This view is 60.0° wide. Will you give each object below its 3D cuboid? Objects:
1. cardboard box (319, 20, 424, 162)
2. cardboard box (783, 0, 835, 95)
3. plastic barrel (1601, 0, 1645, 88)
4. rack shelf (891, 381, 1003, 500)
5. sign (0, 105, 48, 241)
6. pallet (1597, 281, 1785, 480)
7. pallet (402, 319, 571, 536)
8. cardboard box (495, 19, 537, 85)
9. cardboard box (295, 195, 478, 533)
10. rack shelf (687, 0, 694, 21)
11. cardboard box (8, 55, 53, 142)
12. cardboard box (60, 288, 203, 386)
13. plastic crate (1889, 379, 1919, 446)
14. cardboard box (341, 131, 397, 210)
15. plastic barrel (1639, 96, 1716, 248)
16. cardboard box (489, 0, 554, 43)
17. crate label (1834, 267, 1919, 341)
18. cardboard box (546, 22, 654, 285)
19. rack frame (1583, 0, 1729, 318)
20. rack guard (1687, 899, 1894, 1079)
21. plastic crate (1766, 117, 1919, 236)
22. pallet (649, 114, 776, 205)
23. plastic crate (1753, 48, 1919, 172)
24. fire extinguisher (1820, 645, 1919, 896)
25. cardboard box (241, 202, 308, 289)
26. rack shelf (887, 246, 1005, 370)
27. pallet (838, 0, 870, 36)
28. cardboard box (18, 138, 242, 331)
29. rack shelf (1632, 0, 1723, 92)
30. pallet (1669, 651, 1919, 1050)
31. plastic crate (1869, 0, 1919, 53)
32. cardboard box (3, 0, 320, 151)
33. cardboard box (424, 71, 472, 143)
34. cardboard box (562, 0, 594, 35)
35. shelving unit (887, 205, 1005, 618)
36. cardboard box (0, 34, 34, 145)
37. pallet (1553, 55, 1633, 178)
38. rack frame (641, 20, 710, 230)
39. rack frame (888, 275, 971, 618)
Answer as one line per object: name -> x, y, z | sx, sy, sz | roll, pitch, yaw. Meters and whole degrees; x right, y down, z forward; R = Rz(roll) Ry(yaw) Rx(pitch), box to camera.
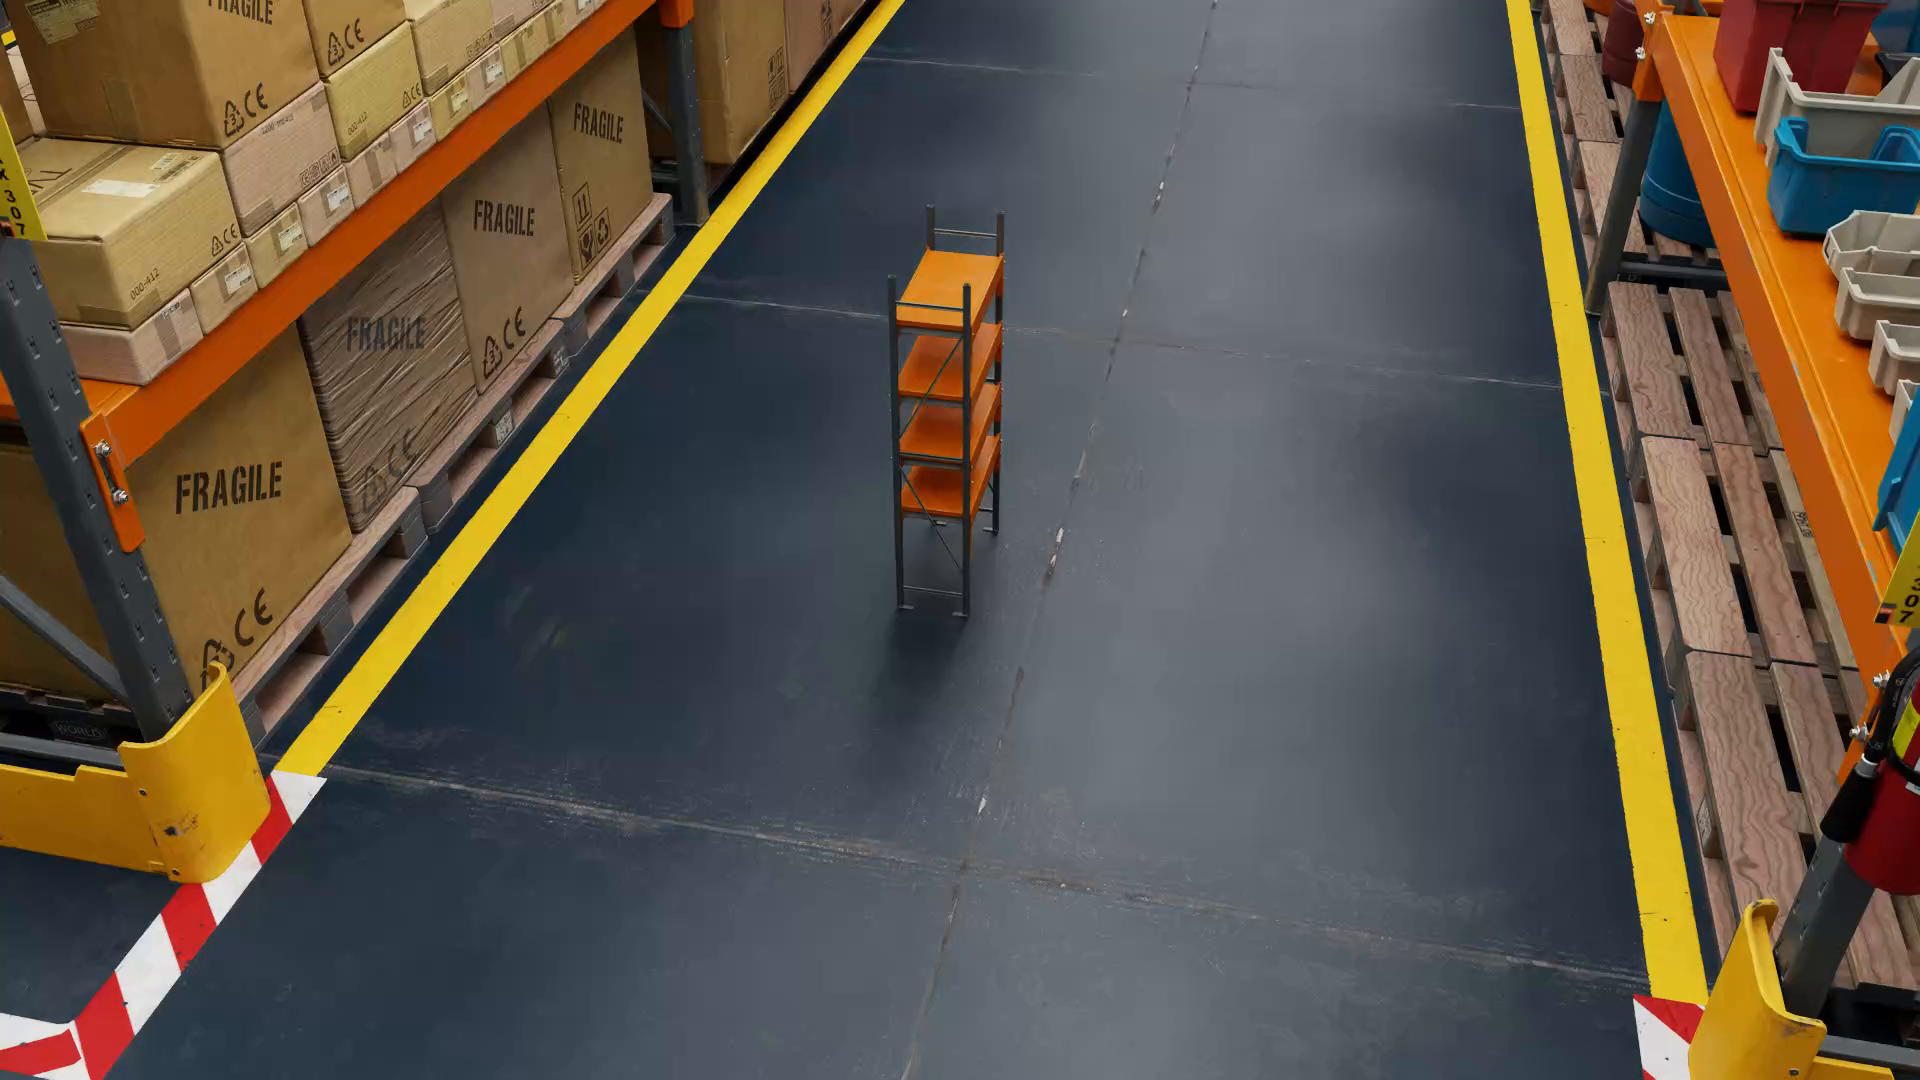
cardboard box -> -1.954, -1.354, 4.936 | 0.500, 0.250, 0.500 | 6, 36, 8
cardboard box -> -1.374, -2.951, 8.718 | 1.225, 0.875, 0.875 | 6, 36, 8
plastic barrel -> 3.683, -2.695, 8.610 | 0.600, 0.588, 0.708 | 7, 37, 10
rack shelf -> -0.035, -0.336, 5.306 | 0.258, 0.148, 0.480 | 7, 37, 10
sign -> -1.995, -0.776, 3.459 | 0.100, 0.325, 0.005 | 7, 37, 10
pallet -> 3.038, -0.583, 6.375 | 1.003, 0.211, 1.213 | 7, 37, 10
pallet -> -2.179, -0.503, 6.264 | 1.003, 0.211, 1.213 | 7, 37, 10
cardboard box -> -1.701, -1.705, 5.761 | 0.380, 0.149, 0.250 | 7, 36, 9
cardboard box -> -2.283, -0.675, 5.577 | 0.875, 0.875, 0.875 | 7, 37, 10
rack shelf -> -1.254, -3.615, 8.794 | 1.077, 0.370, 4.000 | 7, 37, 10
cardboard box -> -2.582, -1.128, 4.624 | 0.500, 0.250, 0.500 | 7, 36, 9
cardboard box -> -2.137, -0.527, 4.135 | 0.380, 0.149, 0.250 | 8, 37, 10
plastic crate -> 2.300, -0.253, 3.717 | 0.396, 0.136, 0.243 | 7, 37, 10
cardboard box -> -1.920, -1.116, 4.948 | 0.380, 0.149, 0.250 | 7, 36, 9
plastic barrel -> 3.290, -1.769, 7.065 | 0.600, 0.901, 0.708 | 7, 37, 10
cardboard box -> -1.736, -1.943, 5.750 | 0.500, 0.250, 0.500 | 8, 37, 11
crate label -> 2.412, -0.580, 4.168 | 0.396, 0.136, 0.243 | 7, 37, 10
cardboard box -> -1.900, -1.701, 6.993 | 0.875, 0.875, 0.875 | 7, 37, 10
rack frame -> 3.157, -2.139, 6.145 | 1.000, 3.000, 0.127 | 7, 37, 10
rack guard -> 2.311, 1.182, 3.693 | 1.175, 0.500, 0.348 | 7, 37, 10
plastic crate -> 2.491, -1.011, 4.681 | 0.416, 0.233, 0.300 | 7, 37, 10
pallet -> -1.590, -2.082, 8.443 | 1.003, 0.211, 1.213 | 7, 37, 10
plastic crate -> 2.651, -1.263, 4.986 | 0.437, 0.282, 0.530 | 7, 37, 10
fire extinguisher -> 1.827, 0.366, 3.072 | 0.296, 0.674, 0.183 | 7, 37, 10
cardboard box -> -2.030, -0.821, 4.540 | 0.380, 0.149, 0.250 | 6, 36, 9
rack shelf -> -0.035, -0.709, 5.036 | 0.258, 0.148, 0.480 | 7, 37, 10
pallet -> -1.069, -3.481, 10.373 | 1.003, 0.211, 1.213 | 7, 37, 10
cardboard box -> -2.169, -0.767, 4.127 | 0.500, 0.250, 0.500 | 6, 36, 9
rack shelf -> 3.585, -2.994, 7.938 | 1.077, 0.370, 4.000 | 7, 37, 10
pallet -> 2.517, 0.816, 4.445 | 1.003, 0.211, 1.213 | 7, 37, 10
plastic crate -> 3.391, -1.846, 5.703 | 0.392, 0.384, 0.575 | 7, 37, 10
cardboard box -> -2.063, -1.358, 4.302 | 0.500, 0.500, 0.500 | 6, 36, 9
cardboard box -> -1.810, -1.409, 5.352 | 0.380, 0.149, 0.250 | 6, 36, 9
cardboard box -> -1.591, -2.000, 6.167 | 0.380, 0.149, 0.250 | 8, 37, 11
shelving unit -> -0.035, -0.391, 5.267 | 0.258, 1.200, 0.503 | 7, 37, 10
cardboard box -> -2.688, -1.142, 4.005 | 0.500, 0.500, 0.500 | 8, 37, 11
pallet -> 3.621, -2.148, 8.534 | 1.003, 0.211, 1.213 | 7, 37, 10
rack frame -> -1.681, -2.759, 7.001 | 1.000, 3.000, 0.127 | 7, 37, 10
rack frame -> -0.087, -0.251, 5.074 | 0.240, 1.200, 0.015 | 7, 37, 10
